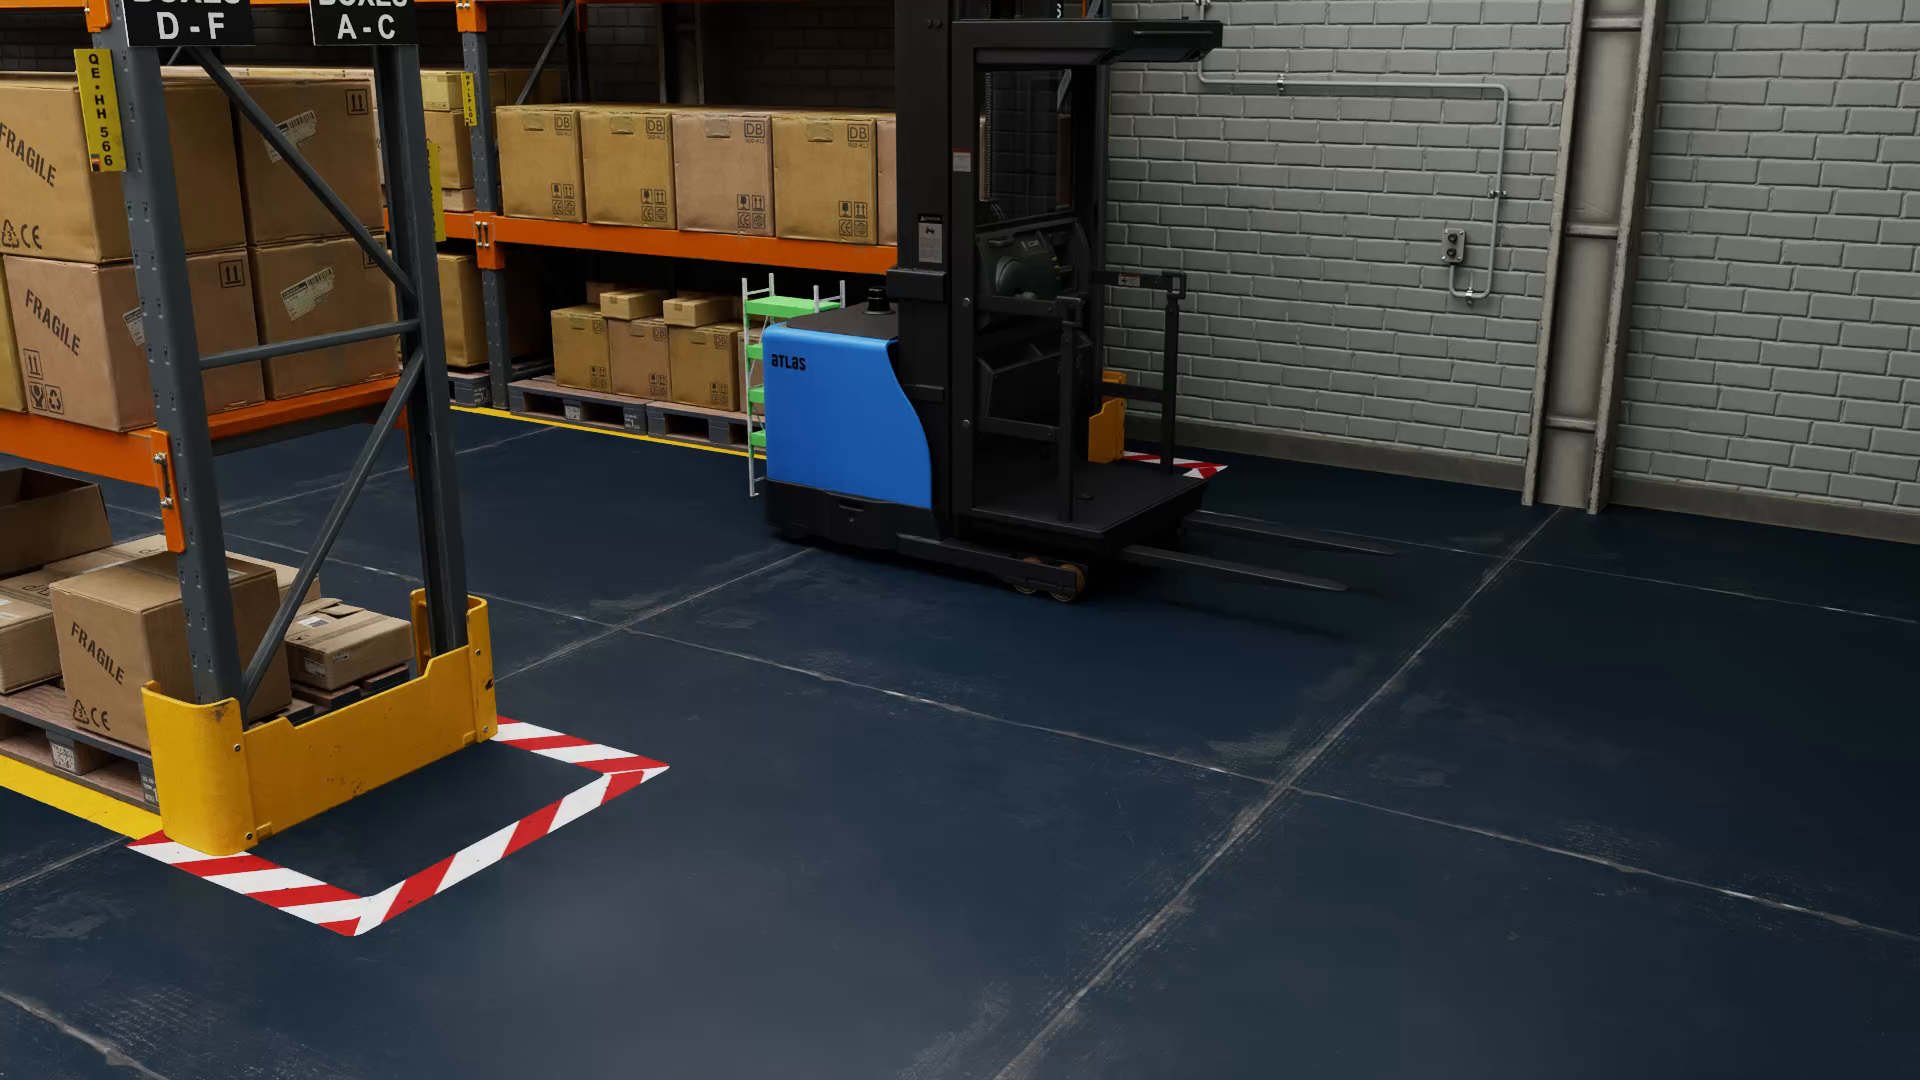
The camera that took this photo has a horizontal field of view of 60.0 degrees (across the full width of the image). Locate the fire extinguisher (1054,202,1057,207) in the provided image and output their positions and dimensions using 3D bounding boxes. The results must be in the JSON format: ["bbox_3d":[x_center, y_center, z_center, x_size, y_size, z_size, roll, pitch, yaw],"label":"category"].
[{"bbox_3d":[0.428,-1.481,8.871,0.183,0.674,0.296,10,20,30],"label":"fire extinguisher"}]

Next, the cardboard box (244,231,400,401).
[{"bbox_3d":[-2.289,-0.787,5.639,0.500,0.500,0.500,11,20,31],"label":"cardboard box"}]

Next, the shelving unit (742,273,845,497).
[{"bbox_3d":[-0.881,-0.802,8.956,0.503,1.200,0.258,11,20,33],"label":"shelving unit"}]

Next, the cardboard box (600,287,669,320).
[{"bbox_3d":[-2.088,-1.521,10.690,0.250,0.149,0.380,11,20,32],"label":"cardboard box"}]

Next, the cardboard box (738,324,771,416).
[{"bbox_3d":[-0.964,-1.073,10.330,0.500,0.500,0.700,9,19,28],"label":"cardboard box"}]

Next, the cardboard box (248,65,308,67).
[{"bbox_3d":[-5.315,-3.525,12.816,0.500,0.250,0.500,9,19,28],"label":"cardboard box"}]

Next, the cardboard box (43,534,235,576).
[{"bbox_3d":[-3.216,0.194,6.556,0.500,0.250,0.500,10,20,30],"label":"cardboard box"}]

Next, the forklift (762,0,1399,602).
[{"bbox_3d":[0.522,-1.301,7.622,3.031,2.935,1.130,11,20,32],"label":"forklift"}]

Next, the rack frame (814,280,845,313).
[{"bbox_3d":[-0.680,-0.762,8.824,0.015,1.200,0.240,11,20,33],"label":"rack frame"}]

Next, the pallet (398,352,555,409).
[{"bbox_3d":[-3.565,-1.207,11.990,1.213,0.211,1.003,10,20,30],"label":"pallet"}]

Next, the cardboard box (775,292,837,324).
[{"bbox_3d":[-0.978,-1.454,10.468,0.250,0.149,0.380,10,20,31],"label":"cardboard box"}]

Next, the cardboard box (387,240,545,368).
[{"bbox_3d":[-3.490,-1.681,11.731,0.750,0.750,0.750,10,20,31],"label":"cardboard box"}]

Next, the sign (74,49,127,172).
[{"bbox_3d":[-2.356,-1.177,4.560,0.005,0.325,0.100,10,20,30],"label":"sign"}]

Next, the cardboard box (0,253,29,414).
[{"bbox_3d":[-3.017,-0.733,5.461,0.500,0.500,0.500,10,20,31],"label":"cardboard box"}]

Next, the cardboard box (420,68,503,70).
[{"bbox_3d":[-3.573,-3.213,11.790,0.500,0.250,0.500,10,20,31],"label":"cardboard box"}]

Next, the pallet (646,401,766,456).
[{"bbox_3d":[-1.217,-0.788,10.611,1.213,0.211,1.003,10,20,30],"label":"pallet"}]

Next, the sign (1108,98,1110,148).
[{"bbox_3d":[0.836,-2.422,9.569,0.005,0.325,0.100,10,20,30],"label":"sign"}]

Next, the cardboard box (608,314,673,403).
[{"bbox_3d":[-1.858,-1.231,10.850,0.500,0.500,0.700,10,20,30],"label":"cardboard box"}]

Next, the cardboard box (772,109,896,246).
[{"bbox_3d":[-0.525,-2.160,9.816,0.700,0.700,0.980,10,20,30],"label":"cardboard box"}]

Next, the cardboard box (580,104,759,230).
[{"bbox_3d":[-1.795,-2.387,10.562,0.700,0.700,0.980,10,19,29],"label":"cardboard box"}]

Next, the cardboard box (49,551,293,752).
[{"bbox_3d":[-2.641,0.357,5.587,0.500,0.500,0.500,10,20,30],"label":"cardboard box"}]

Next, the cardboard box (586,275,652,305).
[{"bbox_3d":[-2.304,-1.690,11.245,0.250,0.149,0.380,10,20,30],"label":"cardboard box"}]

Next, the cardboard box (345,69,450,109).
[{"bbox_3d":[-3.830,-3.089,11.380,0.500,0.250,0.500,11,20,31],"label":"cardboard box"}]

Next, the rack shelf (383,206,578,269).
[{"bbox_3d":[-4.572,-2.402,12.366,4.000,0.370,1.077,10,20,30],"label":"rack shelf"}]

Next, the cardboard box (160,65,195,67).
[{"bbox_3d":[-6.000,-3.472,12.642,0.500,0.250,0.500,11,20,31],"label":"cardboard box"}]

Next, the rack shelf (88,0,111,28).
[{"bbox_3d":[-3.753,-2.002,5.887,4.000,0.370,1.077,10,20,30],"label":"rack shelf"}]

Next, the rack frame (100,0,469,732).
[{"bbox_3d":[-2.049,-0.606,5.216,0.127,3.000,1.000,10,20,30],"label":"rack frame"}]

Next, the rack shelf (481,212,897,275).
[{"bbox_3d":[-1.164,-1.794,10.363,4.000,0.370,1.077,10,20,30],"label":"rack shelf"}]

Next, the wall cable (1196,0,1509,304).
[{"bbox_3d":[2.127,-2.359,9.240,1.851,1.984,0.084,10,20,30],"label":"wall cable"}]

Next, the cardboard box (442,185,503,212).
[{"bbox_3d":[-3.304,-2.313,11.232,0.250,0.149,0.380,10,20,31],"label":"cardboard box"}]

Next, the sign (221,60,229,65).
[{"bbox_3d":[-5.989,-3.743,13.549,0.005,0.325,0.100,10,20,30],"label":"sign"}]

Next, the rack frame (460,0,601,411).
[{"bbox_3d":[-2.868,-2.442,11.260,0.127,3.000,1.000,10,20,30],"label":"rack frame"}]

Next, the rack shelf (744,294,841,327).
[{"bbox_3d":[-0.881,-1.200,8.835,0.480,0.148,0.258,11,20,33],"label":"rack shelf"}]

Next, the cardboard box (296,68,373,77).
[{"bbox_3d":[-4.265,-3.166,11.635,0.500,0.250,0.500,11,20,31],"label":"cardboard box"}]

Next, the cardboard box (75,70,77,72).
[{"bbox_3d":[-6.868,-3.710,13.388,0.250,0.149,0.380,7,18,21],"label":"cardboard box"}]

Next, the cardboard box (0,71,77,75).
[{"bbox_3d":[-3.595,-1.497,6.258,0.500,0.500,0.500,10,20,30],"label":"cardboard box"}]

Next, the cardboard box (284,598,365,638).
[{"bbox_3d":[-2.439,0.352,6.179,0.250,0.166,0.380,10,20,30],"label":"cardboard box"}]

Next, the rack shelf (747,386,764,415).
[{"bbox_3d":[-0.881,-0.740,8.974,0.480,0.148,0.258,11,20,33],"label":"rack shelf"}]

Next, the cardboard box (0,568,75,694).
[{"bbox_3d":[-3.435,0.325,6.124,0.500,0.250,0.500,10,20,30],"label":"cardboard box"}]

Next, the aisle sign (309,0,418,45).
[{"bbox_3d":[-1.837,-1.913,5.044,0.004,0.787,0.394,10,20,30],"label":"aisle sign"}]

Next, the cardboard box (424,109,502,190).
[{"bbox_3d":[-3.393,-2.650,11.225,0.500,0.500,0.500,10,19,29],"label":"cardboard box"}]

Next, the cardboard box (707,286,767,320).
[{"bbox_3d":[-1.414,-1.531,10.724,0.250,0.149,0.380,10,20,31],"label":"cardboard box"}]

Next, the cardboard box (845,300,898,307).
[{"bbox_3d":[-0.542,-1.376,10.213,0.250,0.149,0.380,10,20,31],"label":"cardboard box"}]

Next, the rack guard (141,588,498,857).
[{"bbox_3d":[-2.113,0.578,5.618,0.348,0.500,1.175,10,20,30],"label":"rack guard"}]

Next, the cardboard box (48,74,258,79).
[{"bbox_3d":[-2.738,-1.343,5.749,0.500,0.500,0.500,10,20,31],"label":"cardboard box"}]

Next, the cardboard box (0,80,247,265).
[{"bbox_3d":[-2.572,-1.132,5.055,0.500,0.500,0.500,10,20,30],"label":"cardboard box"}]

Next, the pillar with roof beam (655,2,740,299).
[{"bbox_3d":[-4.072,-4.354,7.233,0.400,9.000,9.100,10,20,30],"label":"pillar with roof beam"}]

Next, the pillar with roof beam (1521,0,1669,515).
[{"bbox_3d":[1.041,-3.442,4.229,0.400,9.000,9.100,10,20,30],"label":"pillar with roof beam"}]
